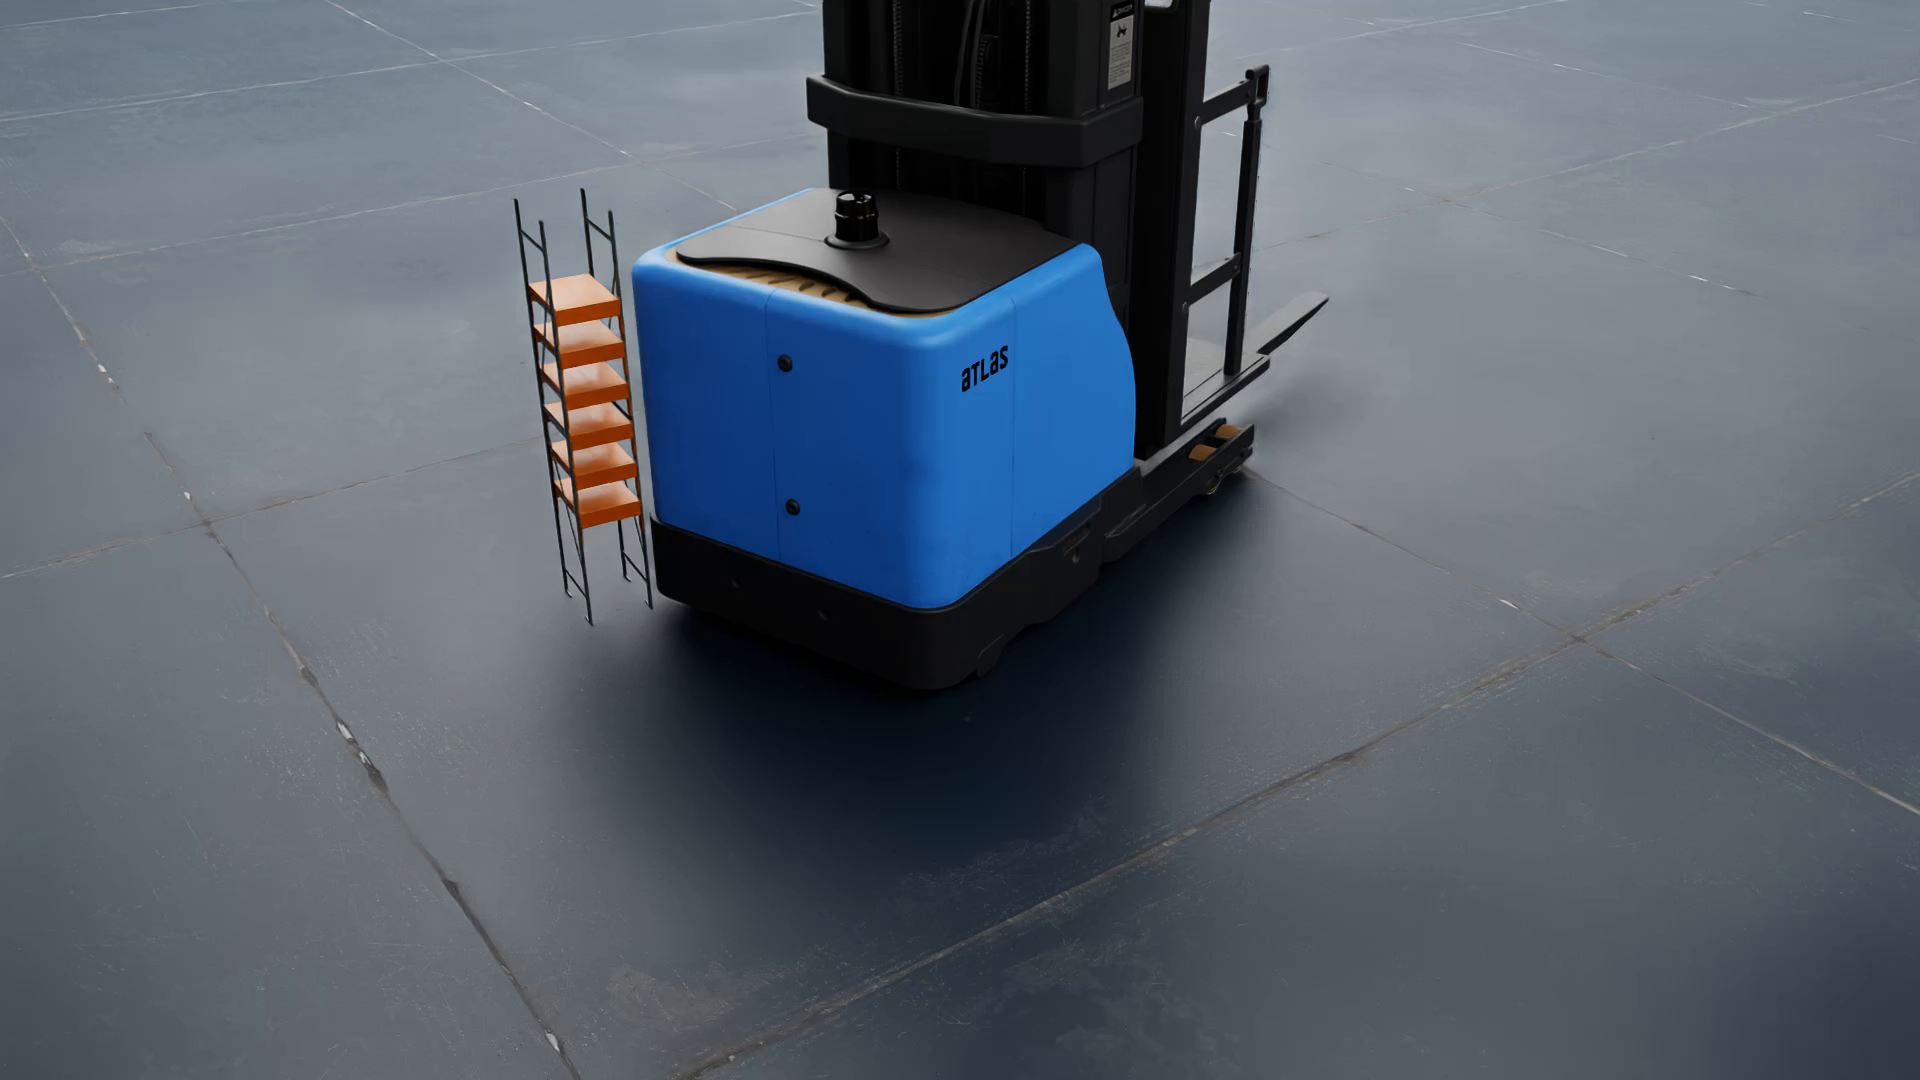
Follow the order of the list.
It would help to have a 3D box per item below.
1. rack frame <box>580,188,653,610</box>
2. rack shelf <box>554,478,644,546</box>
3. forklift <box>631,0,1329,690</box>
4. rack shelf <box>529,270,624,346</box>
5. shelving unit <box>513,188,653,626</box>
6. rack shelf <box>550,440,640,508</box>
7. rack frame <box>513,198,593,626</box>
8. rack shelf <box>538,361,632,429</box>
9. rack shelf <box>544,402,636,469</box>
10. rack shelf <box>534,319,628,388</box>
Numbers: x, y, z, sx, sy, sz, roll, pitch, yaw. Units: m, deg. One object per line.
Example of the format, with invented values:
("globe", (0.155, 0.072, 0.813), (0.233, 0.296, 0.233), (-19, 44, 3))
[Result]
("rack frame", (-0.962, -0.373, 4.679), (0.006, 1.200, 0.240), (-15, 32, -26))
("rack shelf", (-1.041, -0.101, 4.775), (0.180, 0.103, 0.258), (-15, 32, -26))
("forklift", (0.345, -1.550, 5.033), (1.130, 2.935, 3.031), (18, 33, 29))
("rack shelf", (-1.041, -0.628, 4.488), (0.180, 0.103, 0.258), (-15, 32, -26))
("shelving unit", (-1.041, -0.351, 4.639), (0.189, 1.200, 0.258), (-15, 32, -26))
("rack shelf", (-1.041, -0.206, 4.717), (0.180, 0.103, 0.258), (-15, 32, -26))
("rack frame", (-1.120, -0.329, 4.599), (0.006, 1.200, 0.240), (-15, 32, -26))
("rack shelf", (-1.041, -0.417, 4.603), (0.180, 0.103, 0.258), (-15, 32, -26))
("rack shelf", (-1.041, -0.312, 4.660), (0.180, 0.103, 0.258), (-15, 32, -26))
("rack shelf", (-1.041, -0.523, 4.546), (0.180, 0.103, 0.258), (-15, 32, -26))
